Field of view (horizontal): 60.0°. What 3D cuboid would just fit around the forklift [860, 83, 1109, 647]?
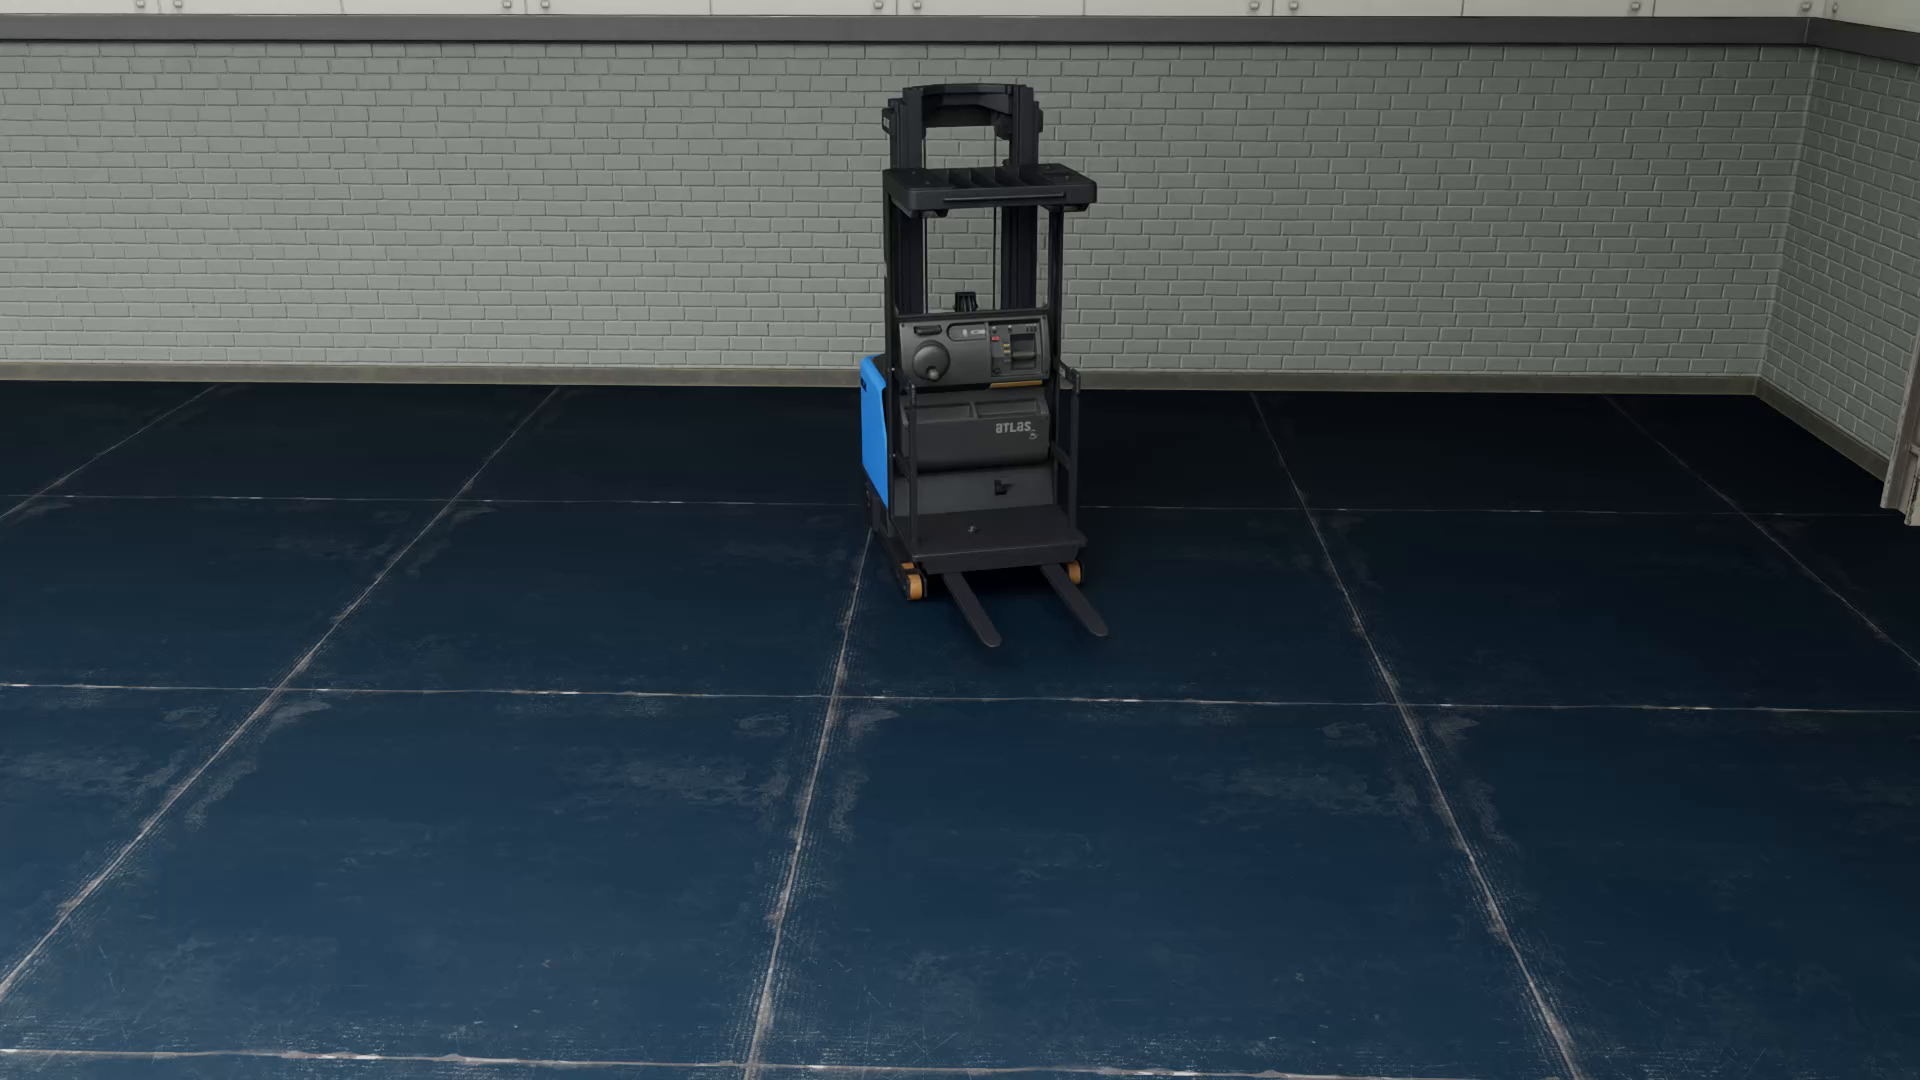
[{"bbox_3d":[0.142,-1.147,9.933,1.130,2.935,3.031,-5,22,-12],"label":"forklift"}]

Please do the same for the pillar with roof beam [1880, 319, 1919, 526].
[{"bbox_3d":[2.288,-4.412,9.960,9.100,9.000,0.400,1,21,2],"label":"pillar with roof beam"}]
